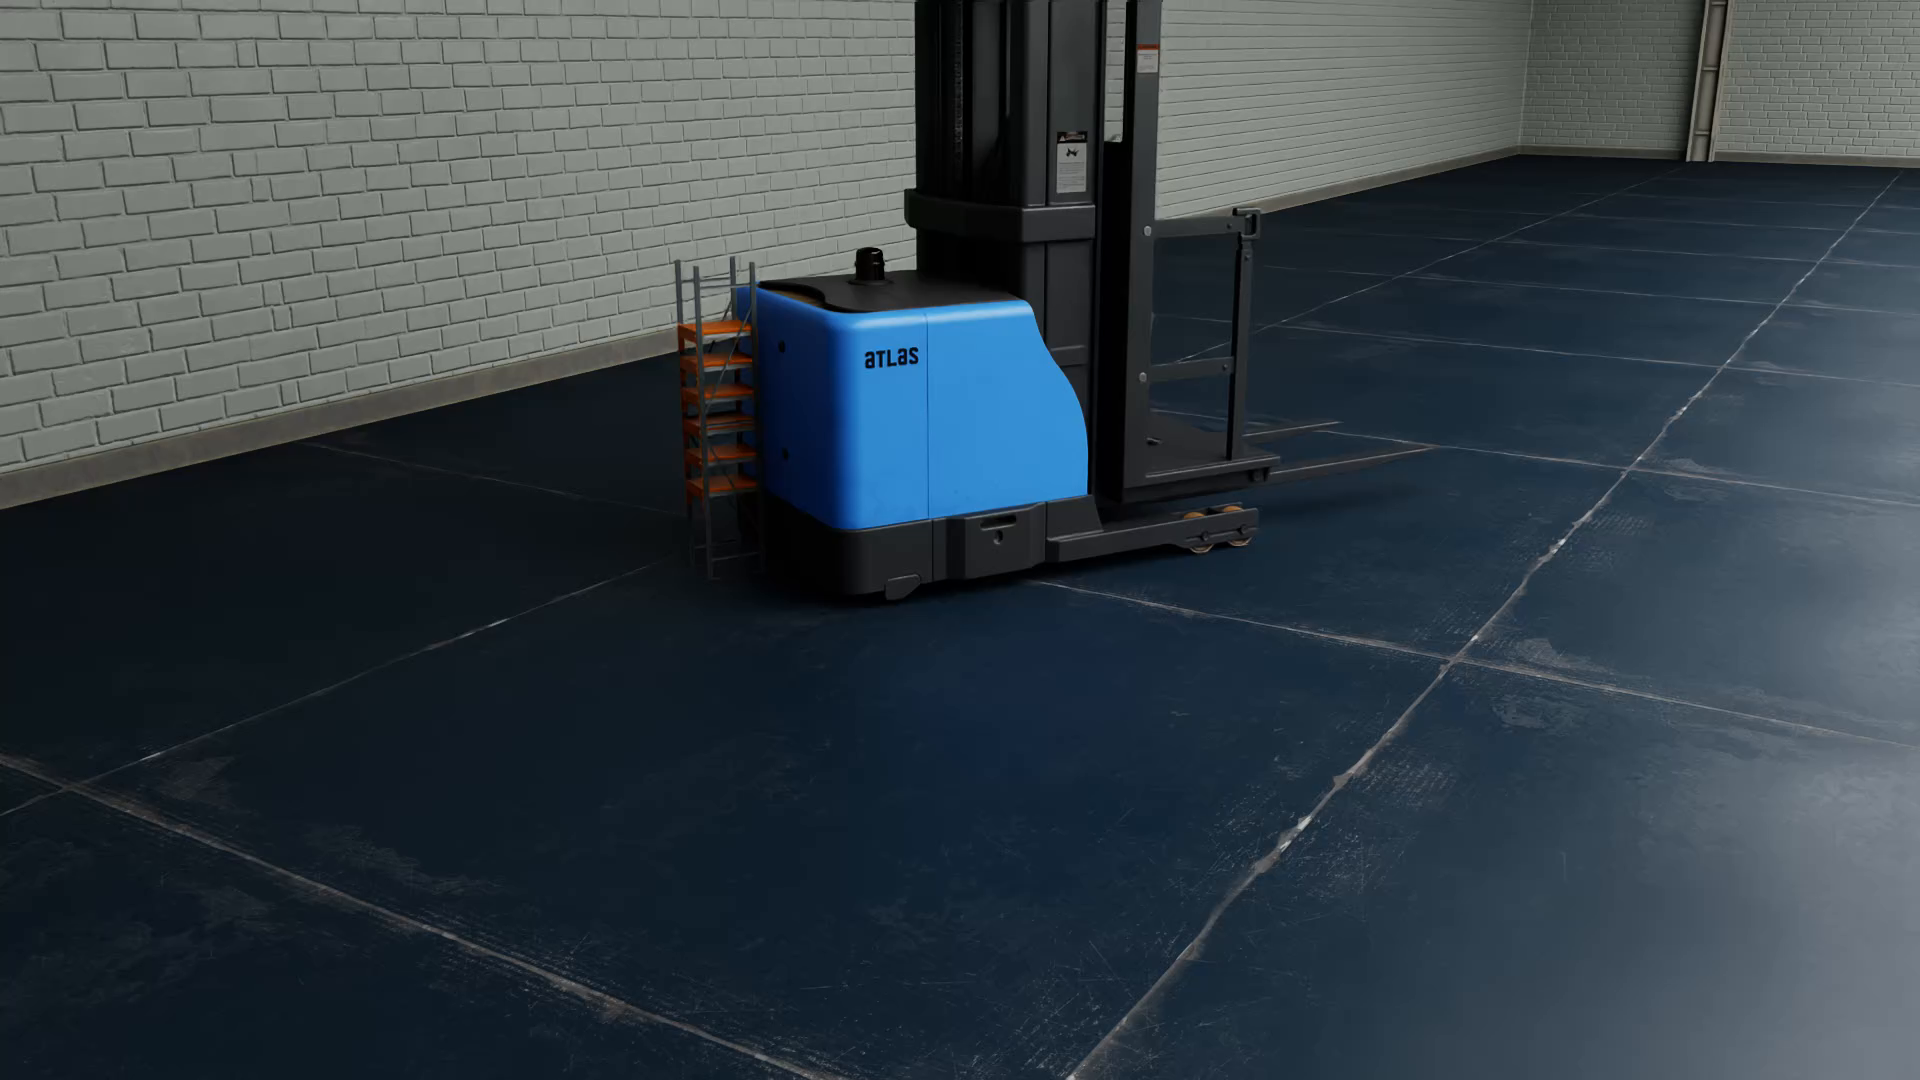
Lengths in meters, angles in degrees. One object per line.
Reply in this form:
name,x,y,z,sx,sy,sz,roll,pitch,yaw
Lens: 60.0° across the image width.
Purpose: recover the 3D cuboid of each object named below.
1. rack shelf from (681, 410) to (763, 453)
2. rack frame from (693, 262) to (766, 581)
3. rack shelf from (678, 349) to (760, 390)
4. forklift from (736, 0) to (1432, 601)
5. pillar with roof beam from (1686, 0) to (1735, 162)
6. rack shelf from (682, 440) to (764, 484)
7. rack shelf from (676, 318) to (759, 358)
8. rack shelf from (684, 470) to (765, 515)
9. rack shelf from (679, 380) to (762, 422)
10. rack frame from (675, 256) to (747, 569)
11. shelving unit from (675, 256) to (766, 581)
rack shelf,-0.907,-0.415,6.335,0.258,0.103,0.180,-10,19,-29
rack frame,-0.861,-0.434,6.247,0.240,1.200,0.006,-10,19,-29
rack shelf,-0.907,-0.644,6.265,0.258,0.103,0.180,-10,19,-29
forklift,0.636,-1.471,6.681,3.031,2.935,1.130,-9,19,-28
pillar with roof beam,10.025,-9.531,22.777,0.400,9.000,9.100,10,20,30
rack shelf,-0.907,-0.300,6.370,0.258,0.103,0.180,-10,19,-29
rack shelf,-0.907,-0.759,6.230,0.258,0.103,0.180,-10,19,-29
rack shelf,-0.907,-0.185,6.405,0.258,0.103,0.180,-10,19,-29
rack shelf,-0.907,-0.530,6.300,0.258,0.103,0.180,-10,19,-29
rack frame,-0.954,-0.480,6.398,0.240,1.200,0.006,-10,19,-29
shelving unit,-0.907,-0.457,6.322,0.258,1.200,0.189,-10,19,-29
